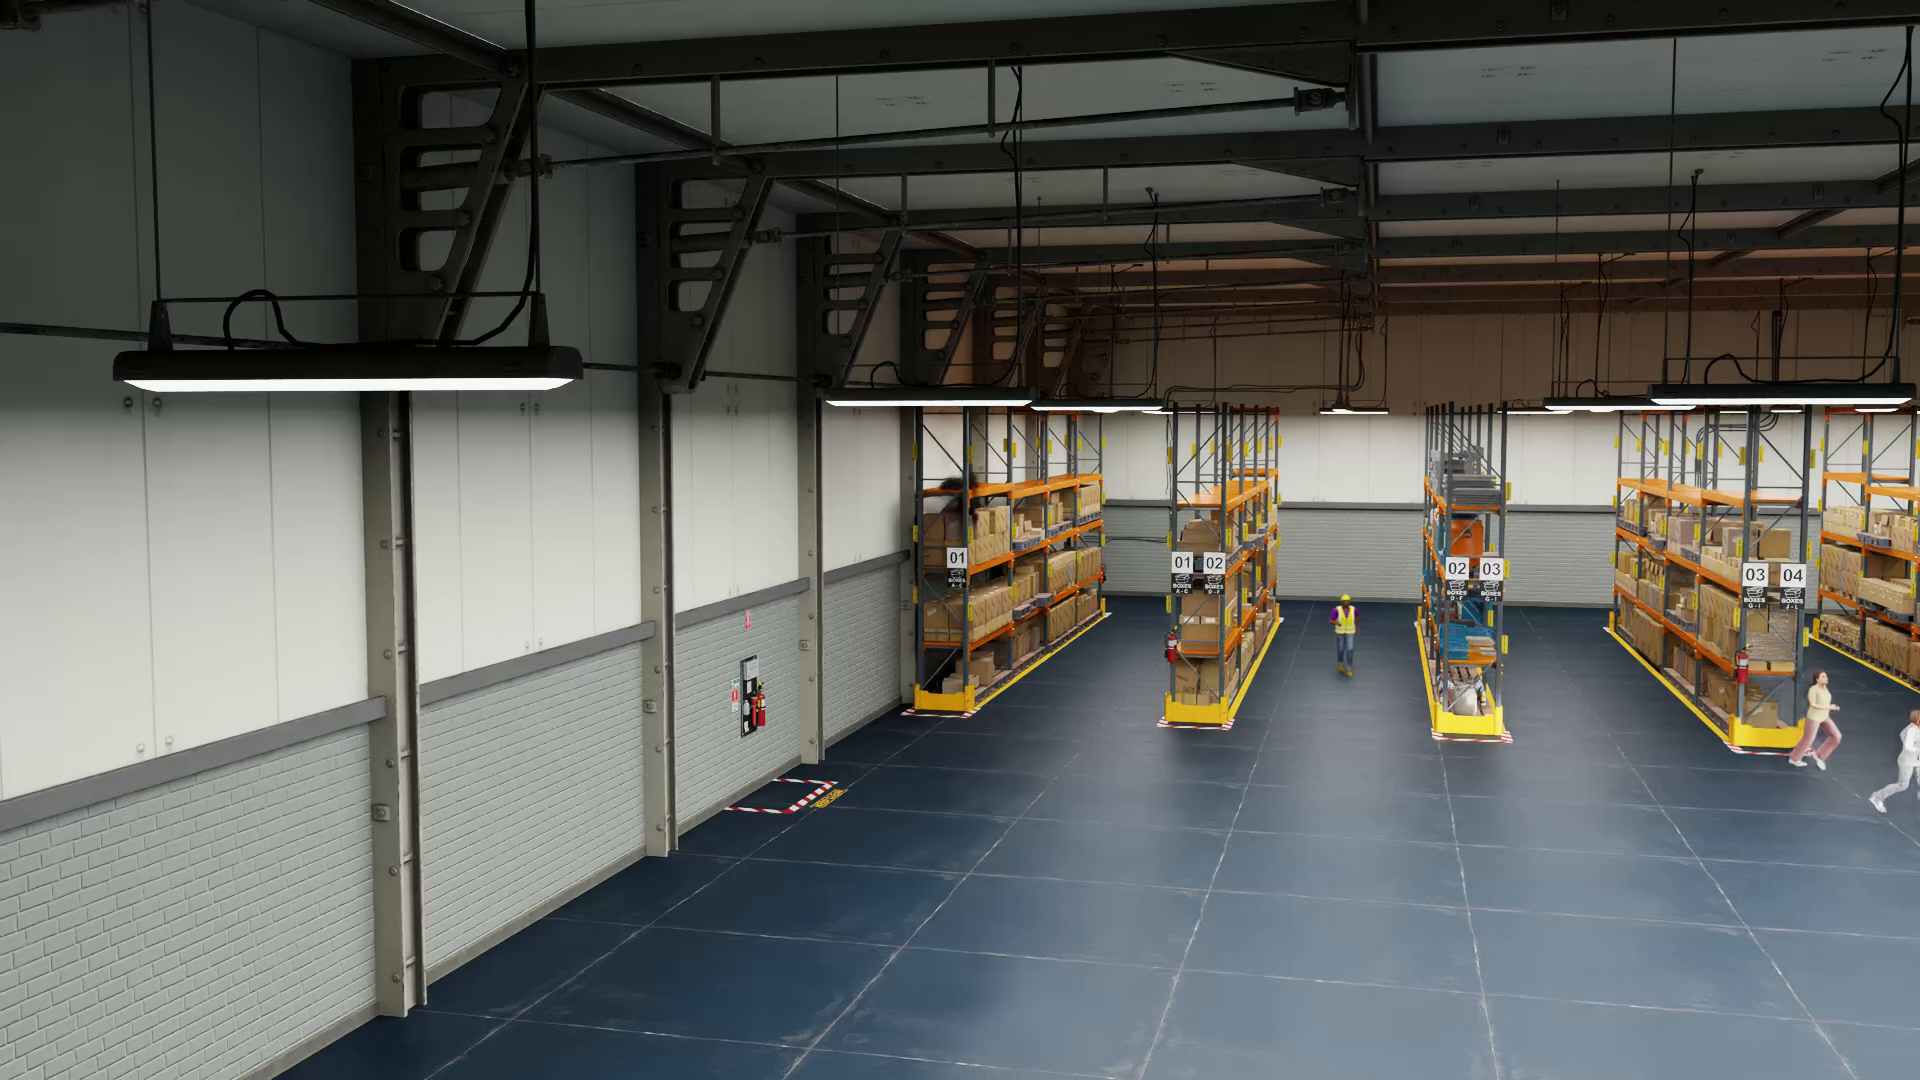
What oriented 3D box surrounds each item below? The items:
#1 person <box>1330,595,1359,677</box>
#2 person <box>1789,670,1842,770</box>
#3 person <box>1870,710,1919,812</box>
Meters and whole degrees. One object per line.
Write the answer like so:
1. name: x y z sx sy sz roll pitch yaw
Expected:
1. person: 8.557 2.097 37.034 0.640 1.796 0.890 1 4 11
2. person: 13.861 2.897 26.882 0.583 1.636 0.814 -2 5 -28
3. person: 13.417 3.200 23.550 0.910 1.584 0.563 4 6 43
